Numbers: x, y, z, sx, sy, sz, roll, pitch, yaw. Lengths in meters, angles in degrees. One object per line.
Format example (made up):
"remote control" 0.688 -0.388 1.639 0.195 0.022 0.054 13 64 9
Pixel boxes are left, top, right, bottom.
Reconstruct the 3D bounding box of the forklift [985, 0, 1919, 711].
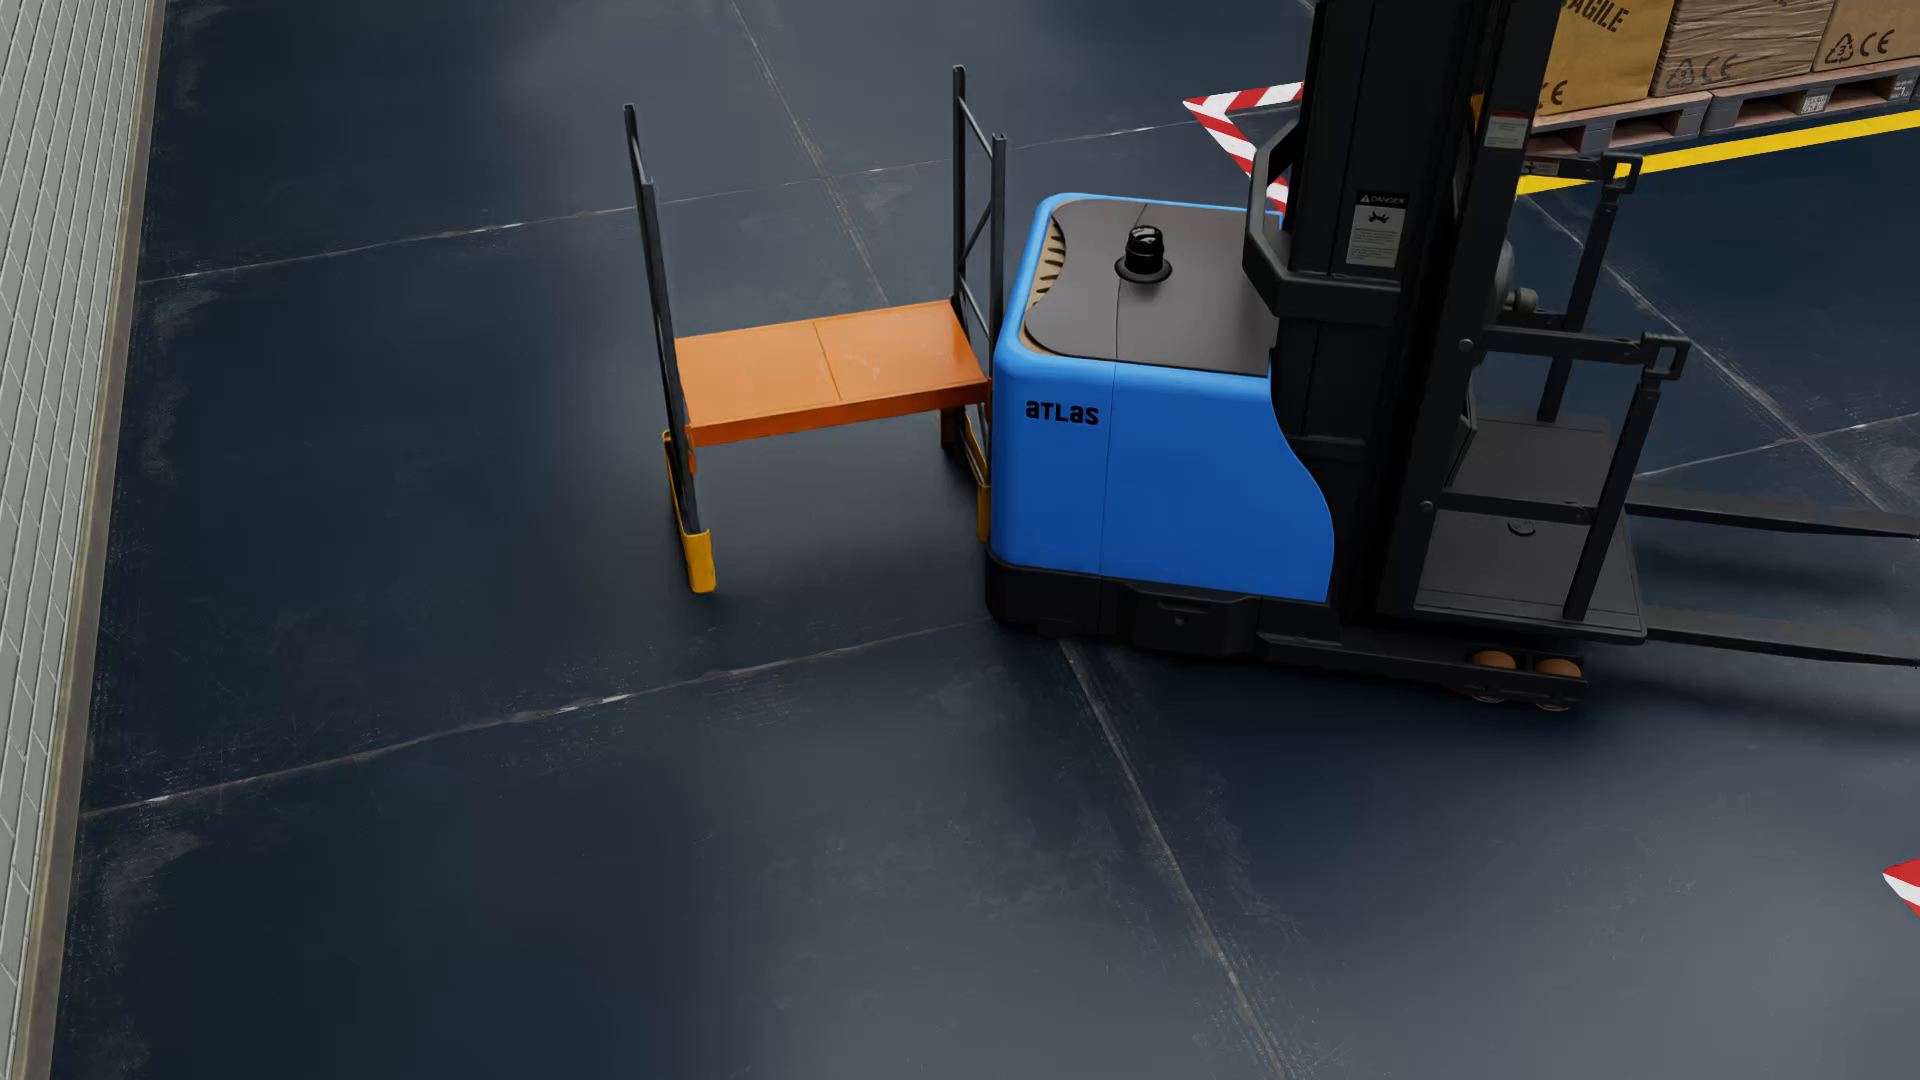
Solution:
"forklift" 1.649 -0.956 4.616 3.031 2.935 1.130 7 42 8

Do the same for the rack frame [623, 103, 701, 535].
"rack frame" -0.927 -0.578 5.272 0.032 1.500 0.500 -10 42 -11

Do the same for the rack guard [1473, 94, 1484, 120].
"rack guard" 2.061 -2.095 7.768 0.348 0.500 1.175 -12 42 -13

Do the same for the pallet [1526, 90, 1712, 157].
"pallet" 2.823 -2.198 8.105 1.213 0.211 1.003 -12 42 -13

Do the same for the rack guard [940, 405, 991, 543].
"rack guard" 0.037 -0.274 5.874 0.087 0.250 0.587 -10 42 -11

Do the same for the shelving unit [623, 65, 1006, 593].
"shelving unit" -0.445 -0.662 5.367 1.083 1.500 0.587 -10 42 -11

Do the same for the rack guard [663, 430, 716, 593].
"rack guard" -0.926 -0.107 5.683 0.087 0.250 0.587 -10 42 -11

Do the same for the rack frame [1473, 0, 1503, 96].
"rack frame" 2.084 -3.041 6.951 0.127 3.000 1.000 -12 42 -13

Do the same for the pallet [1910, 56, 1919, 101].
"pallet" 5.150 -2.680 8.657 1.213 0.211 1.003 -12 42 -13

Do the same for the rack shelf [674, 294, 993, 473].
"rack shelf" -0.436 -0.528 5.487 1.000 0.185 0.538 -10 42 -11

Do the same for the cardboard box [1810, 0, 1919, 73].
"cardboard box" 4.387 -2.931 8.121 0.875 0.875 0.875 -12 42 -13

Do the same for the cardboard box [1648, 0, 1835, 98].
"cardboard box" 3.538 -2.755 7.920 0.875 0.875 0.875 -12 42 -13

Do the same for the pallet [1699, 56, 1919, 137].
"pallet" 3.985 -2.437 8.378 1.213 0.211 1.003 -12 42 -13

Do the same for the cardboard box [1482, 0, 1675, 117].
"cardboard box" 2.670 -2.576 7.714 0.875 0.875 0.875 -12 42 -13

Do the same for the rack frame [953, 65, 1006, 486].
"rack frame" 0.056 -0.748 5.467 0.032 1.500 0.500 -10 42 -11
